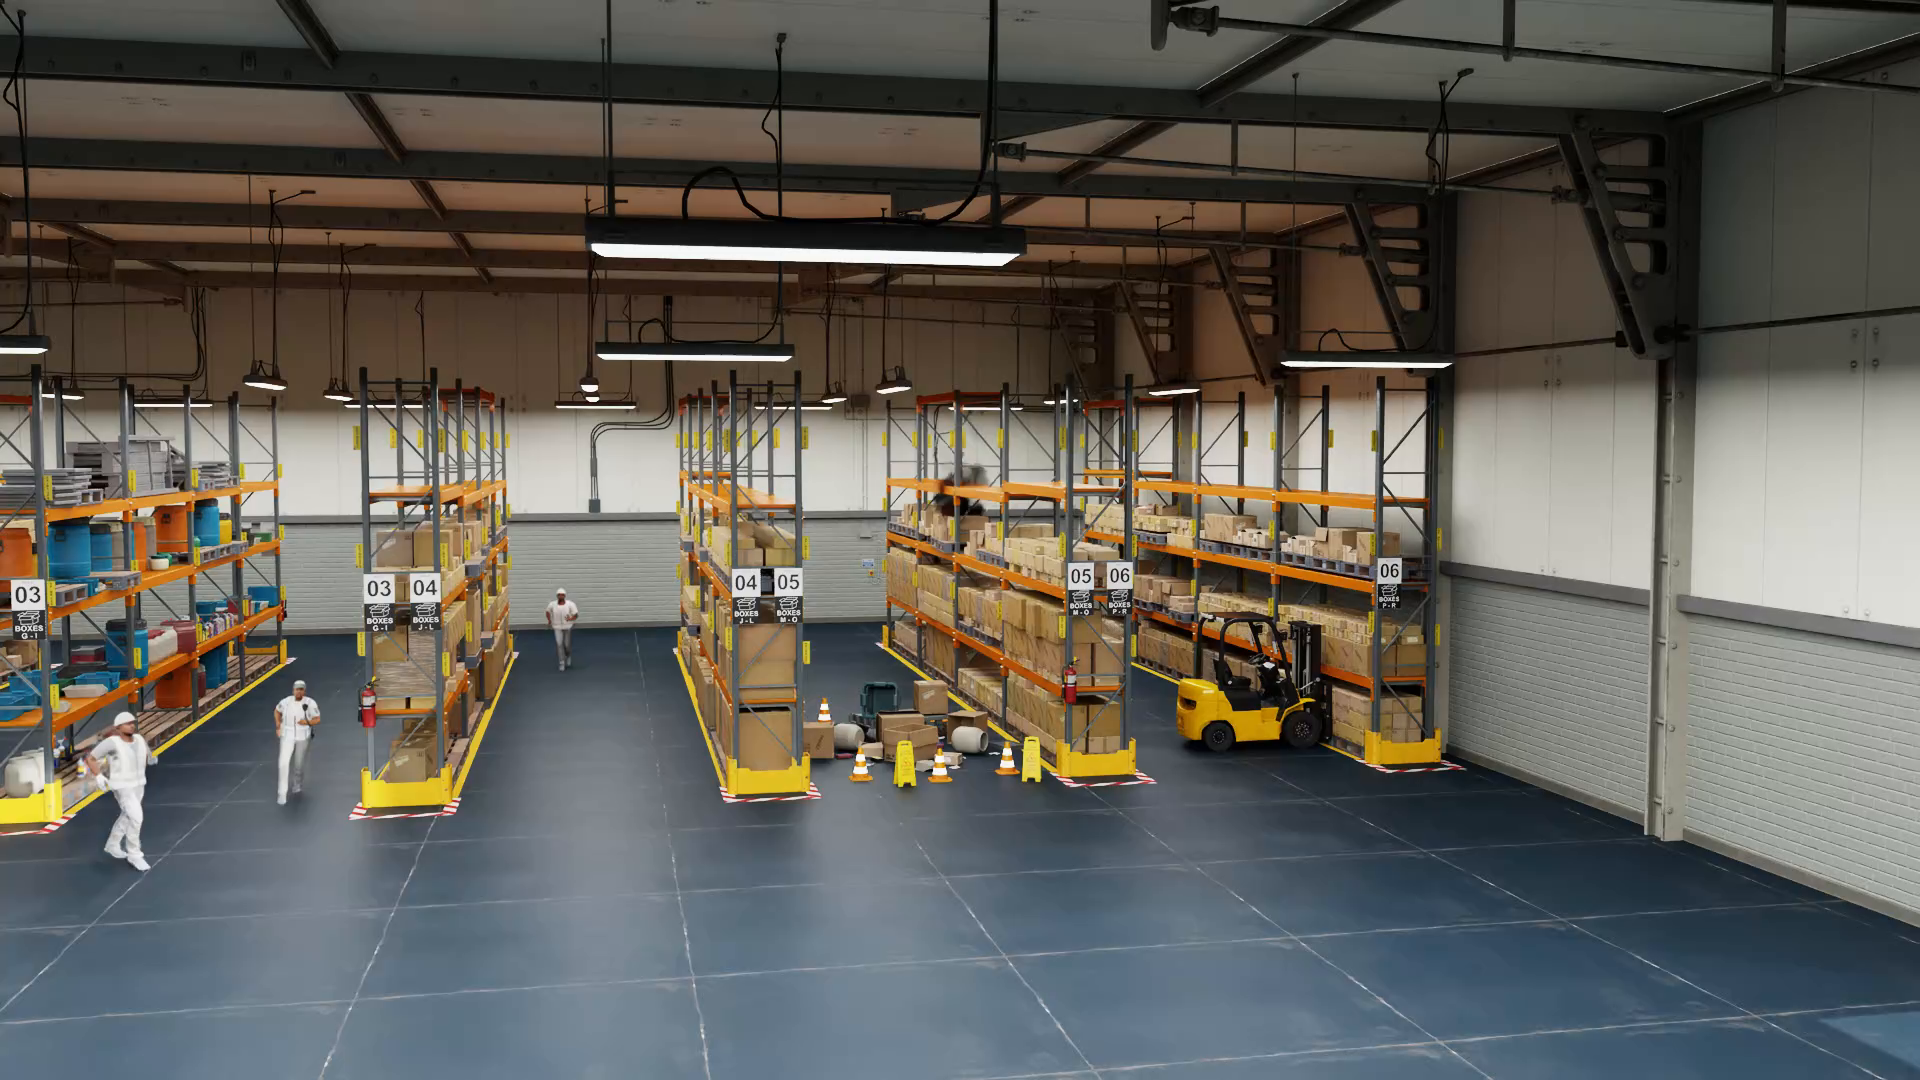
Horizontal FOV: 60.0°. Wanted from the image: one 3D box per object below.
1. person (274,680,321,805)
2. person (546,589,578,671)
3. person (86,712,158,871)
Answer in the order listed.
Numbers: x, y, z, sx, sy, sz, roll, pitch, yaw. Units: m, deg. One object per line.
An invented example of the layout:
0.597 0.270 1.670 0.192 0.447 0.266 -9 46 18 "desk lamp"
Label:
-9.275 2.806 23.291 0.618 1.707 0.801 -1 4 -17 "person"
-8.721 1.944 36.447 0.702 1.772 0.878 -1 3 -10 "person"
-9.800 2.942 19.558 0.803 1.847 0.669 1 4 15 "person"
